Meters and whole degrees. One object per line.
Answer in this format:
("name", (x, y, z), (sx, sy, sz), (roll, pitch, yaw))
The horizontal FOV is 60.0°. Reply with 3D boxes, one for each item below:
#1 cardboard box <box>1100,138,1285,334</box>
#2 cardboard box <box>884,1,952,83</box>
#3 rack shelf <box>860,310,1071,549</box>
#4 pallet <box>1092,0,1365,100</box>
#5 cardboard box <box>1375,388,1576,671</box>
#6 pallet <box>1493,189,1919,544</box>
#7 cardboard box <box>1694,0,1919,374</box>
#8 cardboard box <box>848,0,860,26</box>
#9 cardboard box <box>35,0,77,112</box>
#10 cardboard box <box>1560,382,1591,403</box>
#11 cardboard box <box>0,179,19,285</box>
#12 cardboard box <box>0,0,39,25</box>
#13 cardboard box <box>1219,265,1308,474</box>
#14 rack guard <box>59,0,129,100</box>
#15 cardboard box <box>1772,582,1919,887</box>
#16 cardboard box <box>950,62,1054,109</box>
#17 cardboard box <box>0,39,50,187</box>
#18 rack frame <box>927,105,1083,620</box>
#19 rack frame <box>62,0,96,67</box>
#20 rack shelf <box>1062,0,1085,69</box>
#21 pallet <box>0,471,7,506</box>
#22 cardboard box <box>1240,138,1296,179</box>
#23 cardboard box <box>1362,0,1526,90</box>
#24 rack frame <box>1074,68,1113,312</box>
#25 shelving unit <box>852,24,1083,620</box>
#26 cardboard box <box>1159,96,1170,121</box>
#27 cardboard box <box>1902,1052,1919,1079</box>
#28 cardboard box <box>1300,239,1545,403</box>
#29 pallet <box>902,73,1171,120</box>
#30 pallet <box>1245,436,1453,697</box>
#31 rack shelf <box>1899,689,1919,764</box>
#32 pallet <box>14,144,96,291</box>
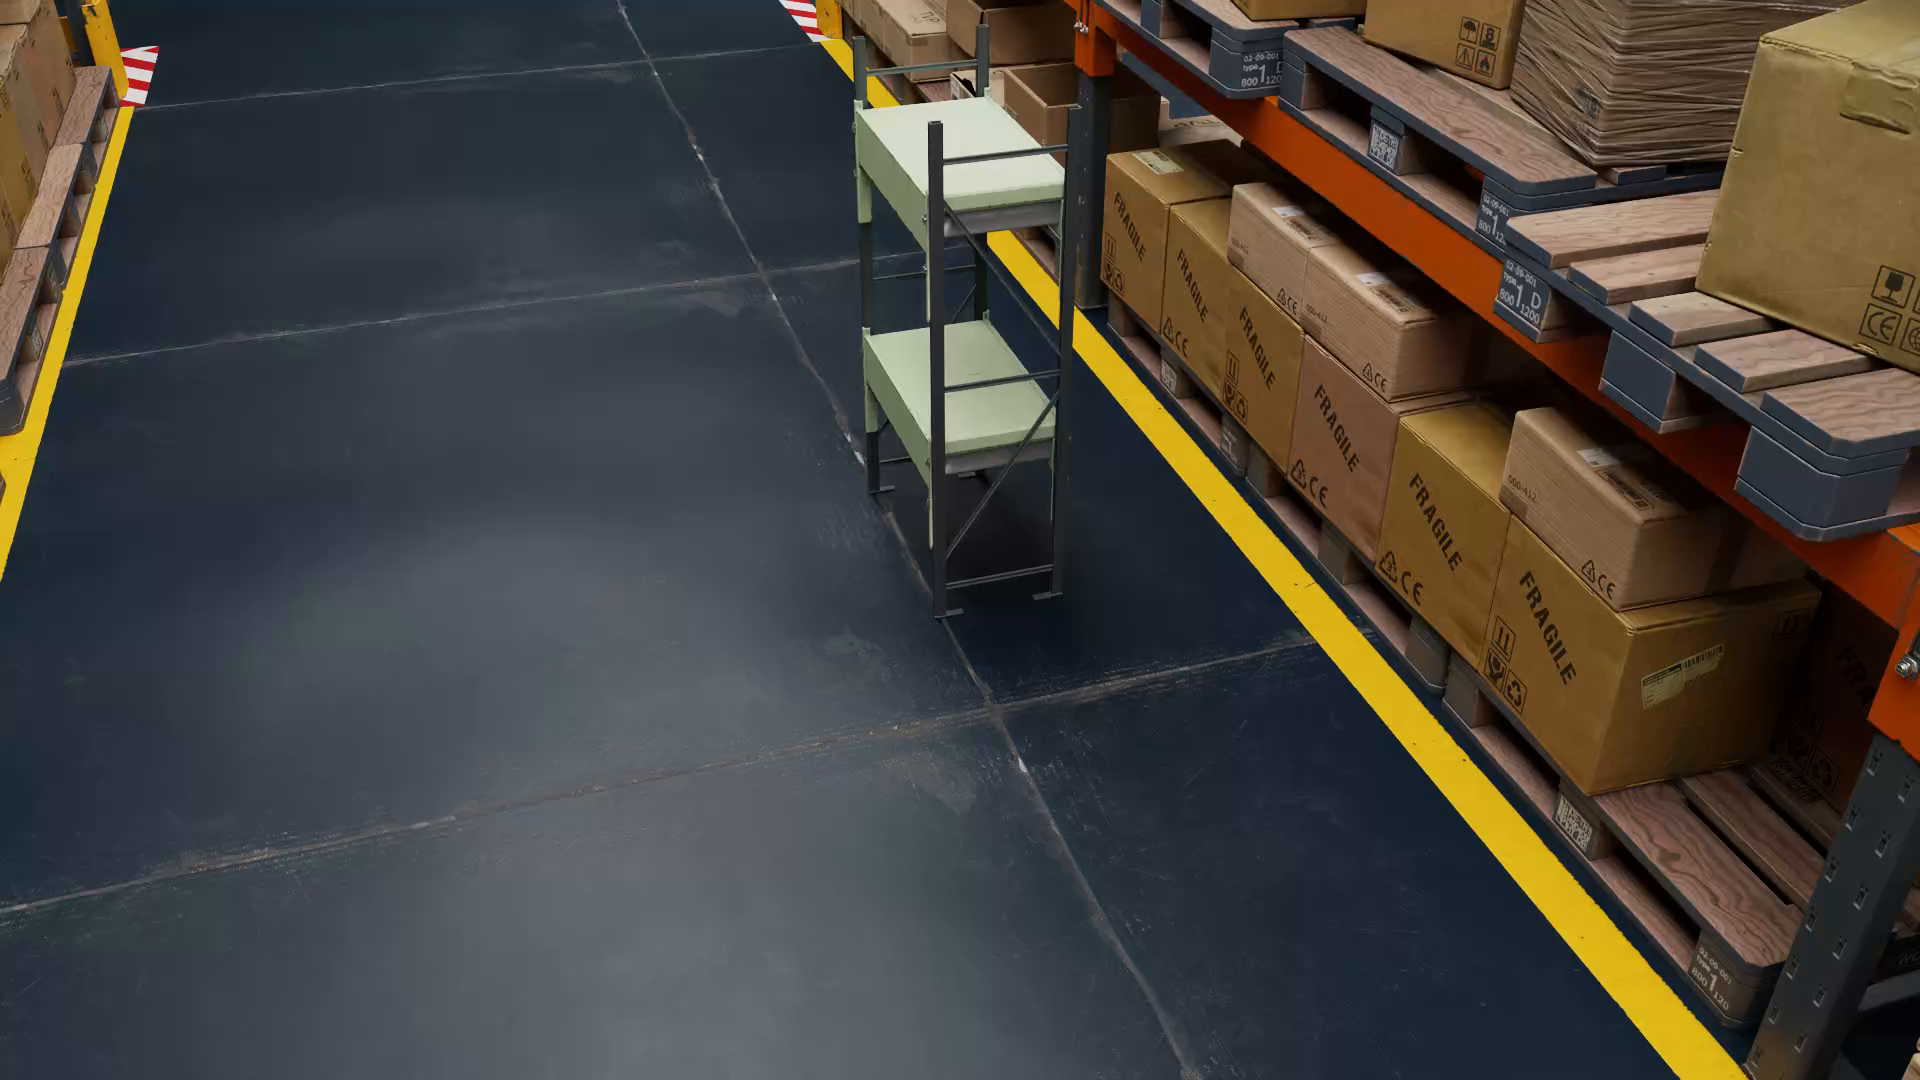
("cardboard box", (0.854, -1.121, 6.094), (0.500, 0.500, 0.500), (-12, 35, -17))
("cardboard box", (-0.081, -2.554, 8.489), (0.500, 0.250, 0.500), (-10, 35, -15))
("rack shelf", (0.002, -0.350, 5.011), (0.431, 0.370, 0.720), (-10, 35, -15))
("pallet", (1.079, -1.758, 5.363), (1.003, 0.211, 1.213), (-10, 35, -15))
("cardboard box", (1.493, -0.039, 4.457), (0.500, 0.500, 0.500), (-11, 35, -16))
("pallet", (1.885, -0.439, 3.368), (1.213, 0.211, 1.003), (-10, 35, -15))
("cardboard box", (1.860, -0.704, 3.123), (0.700, 0.500, 0.500), (-23, 40, -30))
("cardboard box", (-0.405, -2.968, 9.192), (0.380, 0.166, 0.250), (-10, 35, -15))
("cardboard box", (-4.689, -2.322, 7.930), (0.700, 0.500, 0.500), (-10, 35, -15))
("cardboard box", (1.979, -0.141, 4.611), (0.500, 0.500, 0.500), (-10, 35, -15))
("cardboard box", (-4.058, -1.247, 6.303), (0.700, 0.500, 0.500), (-10, 35, -15))
("cardboard box", (-4.398, -2.422, 7.493), (0.380, 0.149, 0.250), (-9, 35, -13))
("cardboard box", (1.173, -0.579, 5.274), (0.500, 0.500, 0.500), (-10, 35, -14))
("rack guard", (-5.005, -2.510, 8.596), (1.175, 0.500, 0.348), (-10, 35, -15))
("cardboard box", (2.292, 0.397, 3.797), (0.500, 0.500, 0.500), (-9, 34, -13))
("cardboard box", (0.266, -1.983, 7.569), (0.500, 0.311, 0.500), (-10, 35, -15))
("cardboard box", (-4.382, -1.796, 7.133), (0.700, 0.500, 0.500), (-11, 35, -16))
("rack frame", (0.114, -0.430, 4.540), (0.400, 1.500, 0.023), (-10, 35, -15))
("rack frame", (-4.998, -3.541, 7.887), (1.000, 3.000, 0.127), (-10, 35, -15))
("rack shelf", (0.329, -3.025, 7.760), (1.077, 0.370, 4.000), (-10, 35, -15))
("pallet", (-3.470, 0.115, 4.884), (1.003, 0.211, 1.213), (-10, 35, -15))
("cardboard box", (1.362, -1.205, 6.222), (0.500, 0.500, 0.500), (-10, 35, -15))
("cardboard box", (1.537, -1.575, 4.441), (0.700, 0.500, 0.500), (-19, 38, -27))
("rack frame", (0.939, -2.276, 5.973), (1.000, 3.000, 0.127), (-10, 35, -15))
("shelving unit", (0.002, -0.622, 4.831), (0.431, 1.500, 0.755), (-10, 35, -15))
("cardboard box", (0.743, -1.986, 7.706), (0.380, 0.166, 0.250), (-10, 35, -15))
("cardboard box", (2.039, 1.121, 2.946), (0.500, 0.250, 0.500), (-10, 35, -15))
("cardboard box", (1.313, -0.646, 4.695), (0.500, 0.250, 0.500), (-11, 35, -16))
("pallet", (0.354, -2.114, 8.259), (1.003, 0.211, 1.213), (-10, 35, -15))
("pallet", (1.599, -0.050, 5.134), (1.003, 0.211, 1.213), (-10, 35, -15))
("rack shelf", (2.769, 1.175, 1.404), (1.077, 0.370, 4.000), (-10, 35, -15))
("pallet", (-4.311, -1.331, 7.073), (1.003, 0.211, 1.213), (-10, 35, -15))
